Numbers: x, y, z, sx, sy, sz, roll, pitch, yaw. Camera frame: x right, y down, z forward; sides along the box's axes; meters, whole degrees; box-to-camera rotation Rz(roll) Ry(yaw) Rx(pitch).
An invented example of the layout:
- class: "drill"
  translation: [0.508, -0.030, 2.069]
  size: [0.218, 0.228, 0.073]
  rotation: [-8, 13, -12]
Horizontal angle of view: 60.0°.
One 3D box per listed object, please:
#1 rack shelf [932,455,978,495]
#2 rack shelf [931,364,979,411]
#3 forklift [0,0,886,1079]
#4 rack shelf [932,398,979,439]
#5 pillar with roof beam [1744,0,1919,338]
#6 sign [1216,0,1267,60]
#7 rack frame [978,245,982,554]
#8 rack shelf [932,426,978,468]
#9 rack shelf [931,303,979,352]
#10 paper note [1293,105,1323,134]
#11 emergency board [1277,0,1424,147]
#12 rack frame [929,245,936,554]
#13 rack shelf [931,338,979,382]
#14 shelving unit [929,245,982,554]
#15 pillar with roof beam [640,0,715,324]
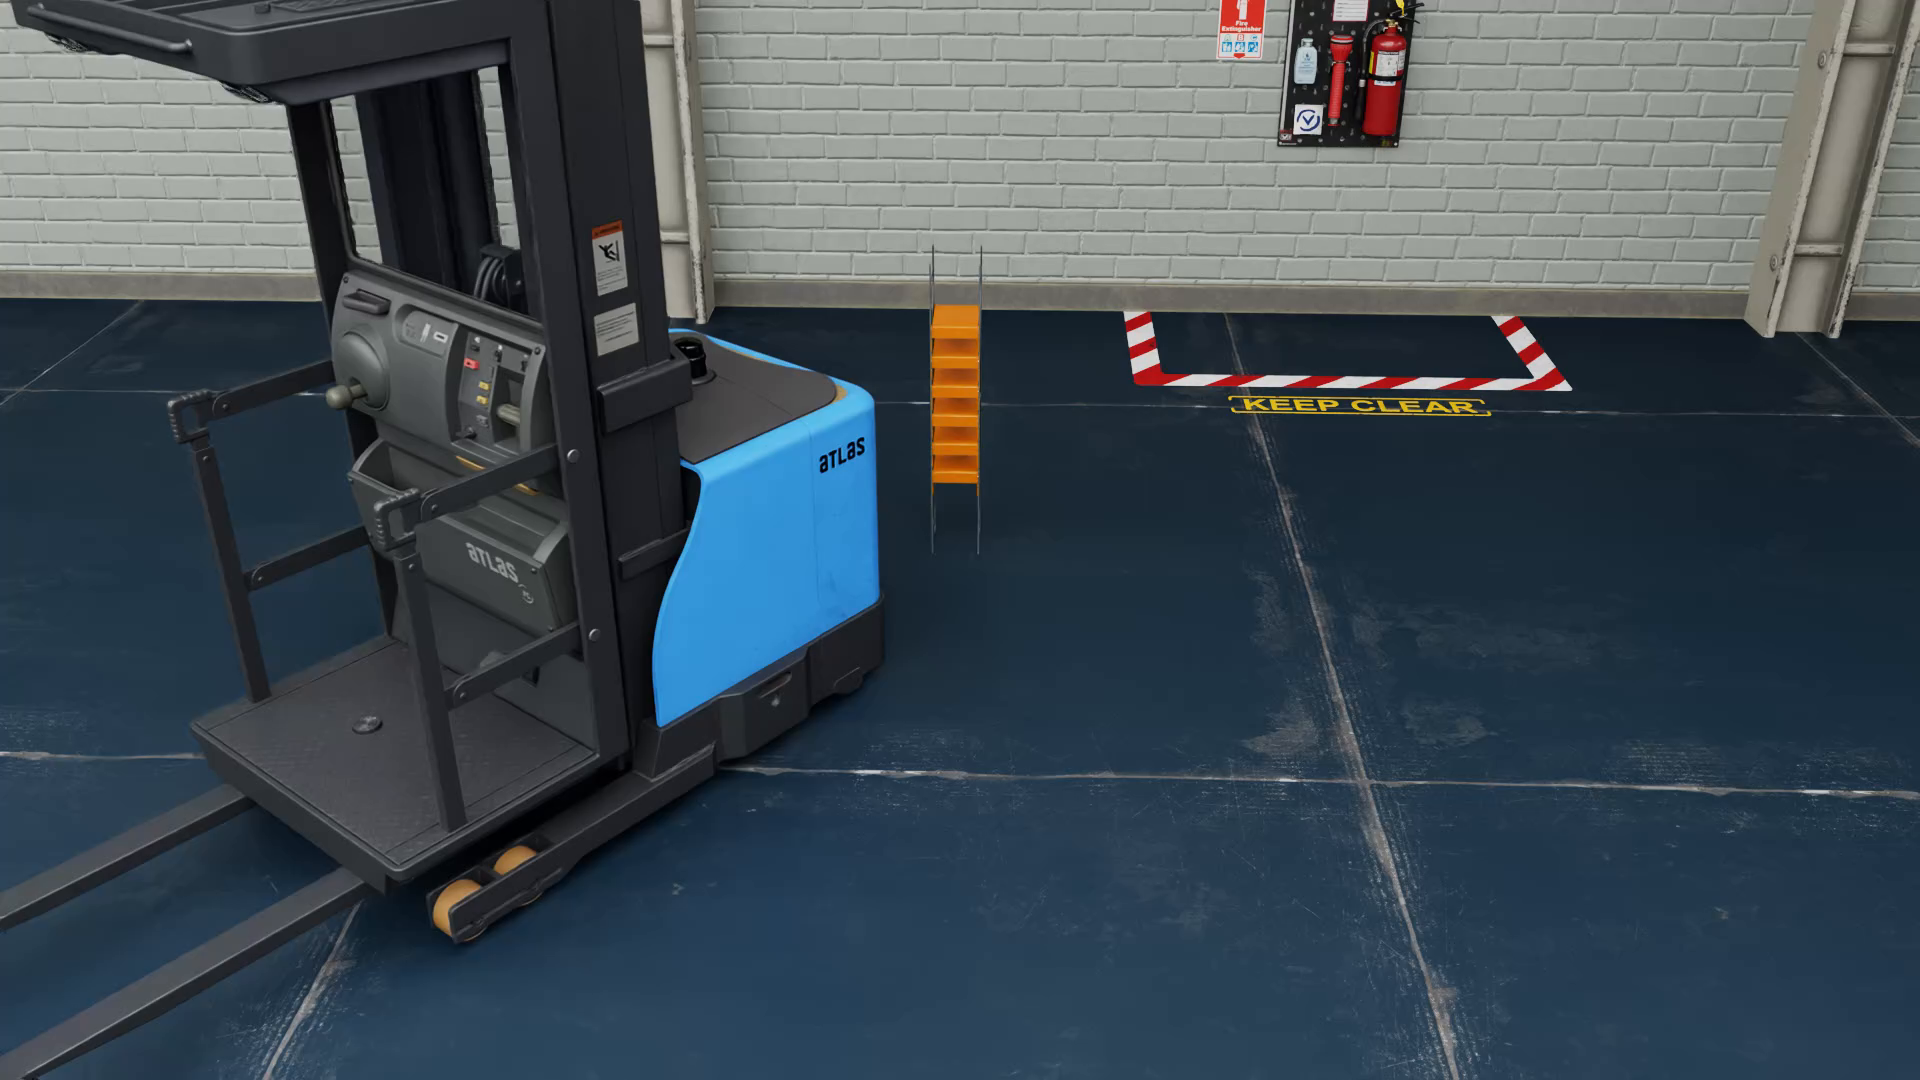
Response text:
- class: "rack shelf"
  translation: [-0.014, -0.279, 6.603]
  size: [0.180, 0.103, 0.258]
  rotation: [1, 28, 2]
- class: "rack shelf"
  translation: [-0.014, -0.597, 6.434]
  size: [0.180, 0.103, 0.258]
  rotation: [1, 28, 2]
- class: "forklift"
  translation: [-1.586, -0.443, 4.455]
  size: [1.130, 2.935, 3.031]
  rotation: [21, 34, 34]
- class: "rack shelf"
  translation: [-0.014, -0.491, 6.490]
  size: [0.180, 0.103, 0.258]
  rotation: [1, 28, 2]
- class: "pillar with roof beam"
  translation: [4.288, -3.099, 2.989]
  size: [0.400, 9.000, 9.100]
  rotation: [1, 28, 2]
- class: "sign"
  translation: [1.423, -2.596, 8.406]
  size: [0.234, 0.329, 0.001]
  rotation: [1, 28, 2]
- class: "rack frame"
  translation: [0.077, -0.529, 6.467]
  size: [0.006, 1.200, 0.240]
  rotation: [1, 28, 2]
- class: "rack shelf"
  translation: [-0.014, -0.385, 6.546]
  size: [0.180, 0.103, 0.258]
  rotation: [1, 28, 2]
- class: "rack shelf"
  translation: [-0.014, -0.809, 6.322]
  size: [0.180, 0.103, 0.258]
  rotation: [1, 28, 2]
- class: "paper note"
  translation: [1.797, -2.169, 8.579]
  size: [0.142, 0.148, 0.016]
  rotation: [1, 28, 2]
- class: "emergency board"
  translation: [1.972, -2.523, 8.306]
  size: [0.643, 1.169, 0.194]
  rotation: [1, 28, 2]
- class: "rack frame"
  translation: [-0.106, -0.532, 6.472]
  size: [0.006, 1.200, 0.240]
  rotation: [1, 28, 2]
- class: "rack shelf"
  translation: [-0.014, -0.703, 6.378]
  size: [0.180, 0.103, 0.258]
  rotation: [1, 28, 2]
- class: "shelving unit"
  translation: [-0.014, -0.530, 6.469]
  size: [0.189, 1.200, 0.258]
  rotation: [1, 28, 2]
- class: "pillar with roof beam"
  translation: [-1.708, -3.199, 3.176]
  size: [0.400, 9.000, 9.100]
  rotation: [1, 28, 2]
